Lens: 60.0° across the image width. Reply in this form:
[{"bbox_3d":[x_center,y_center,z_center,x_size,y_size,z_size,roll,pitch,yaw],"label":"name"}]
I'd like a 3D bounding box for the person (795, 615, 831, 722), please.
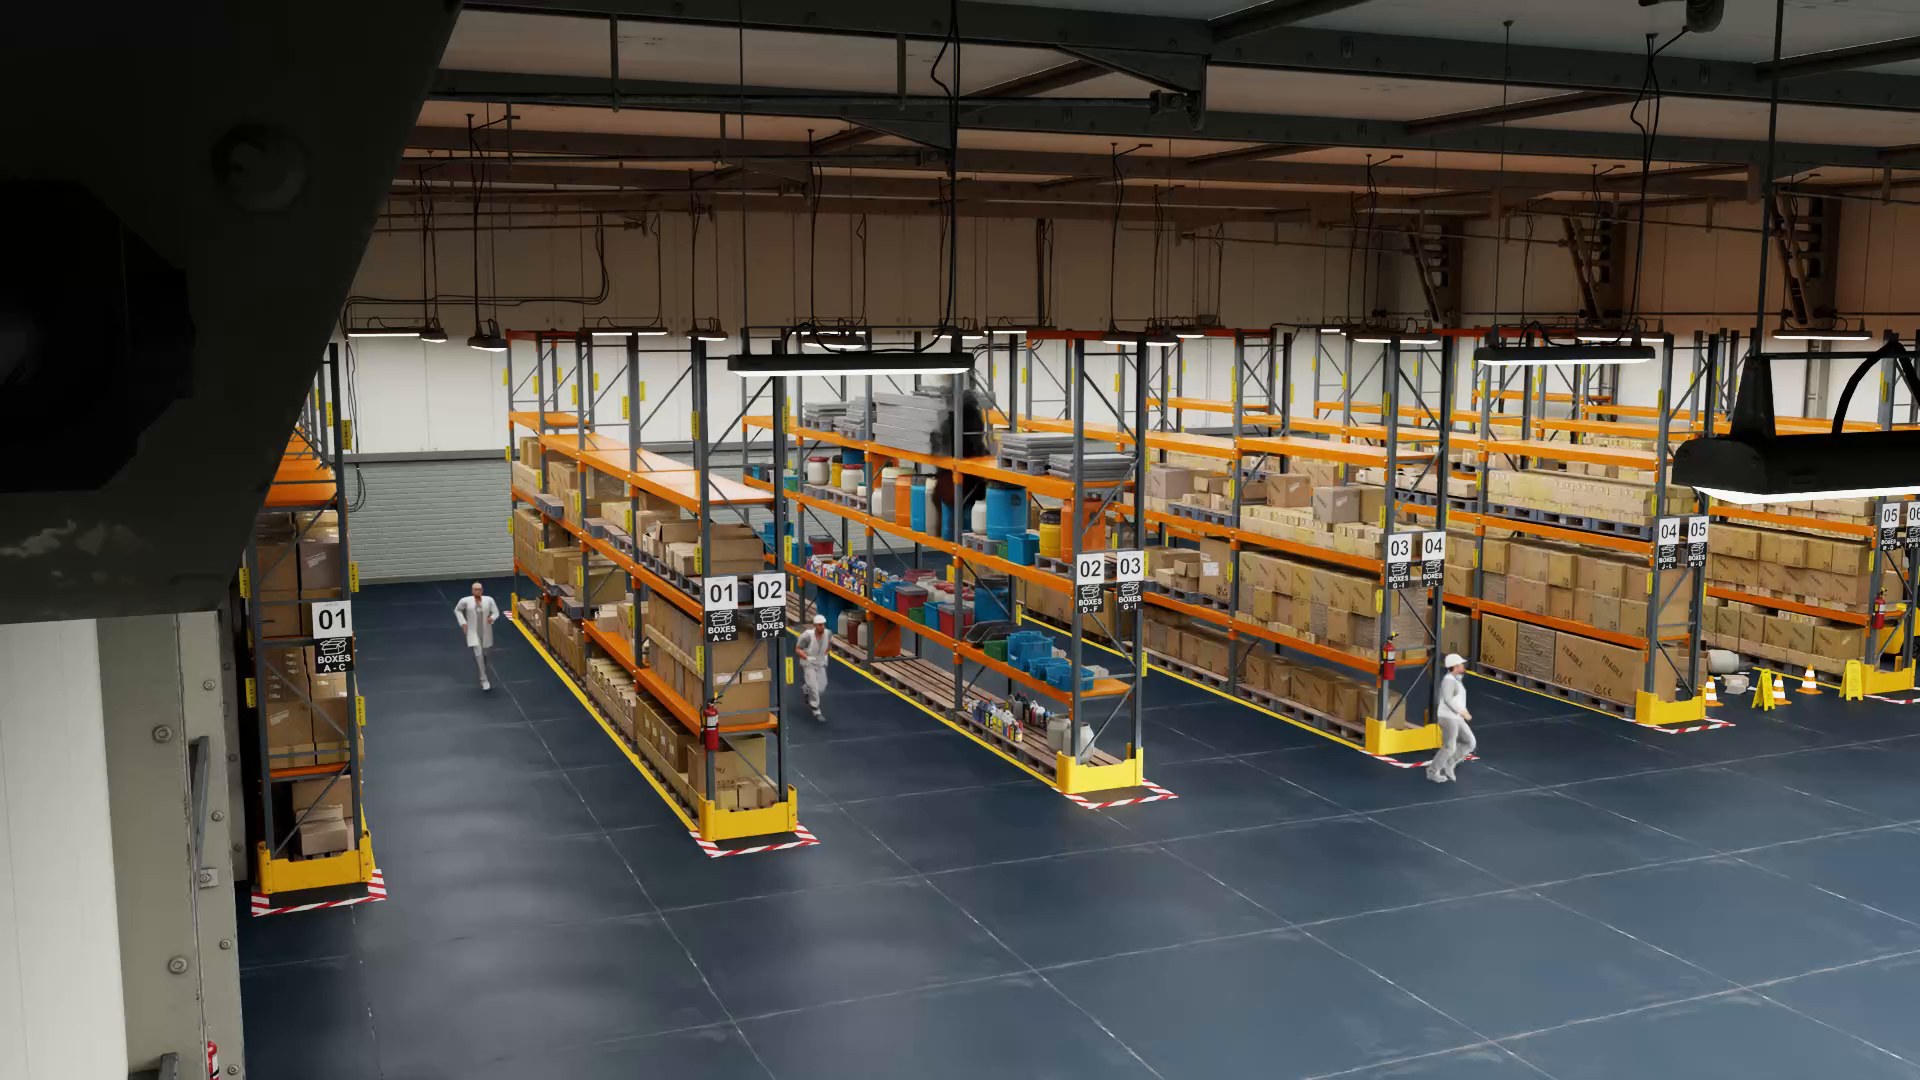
[{"bbox_3d":[-2.303,1.977,25.997,0.655,1.712,0.806,-5,9,-30],"label":"person"}]

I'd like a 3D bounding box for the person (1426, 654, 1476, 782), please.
[{"bbox_3d":[6.723,2.409,22.637,0.608,1.733,0.718,4,9,26],"label":"person"}]

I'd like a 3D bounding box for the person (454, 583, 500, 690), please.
[{"bbox_3d":[-8.201,1.597,28.321,0.716,1.784,0.961,-4,9,-25],"label":"person"}]
